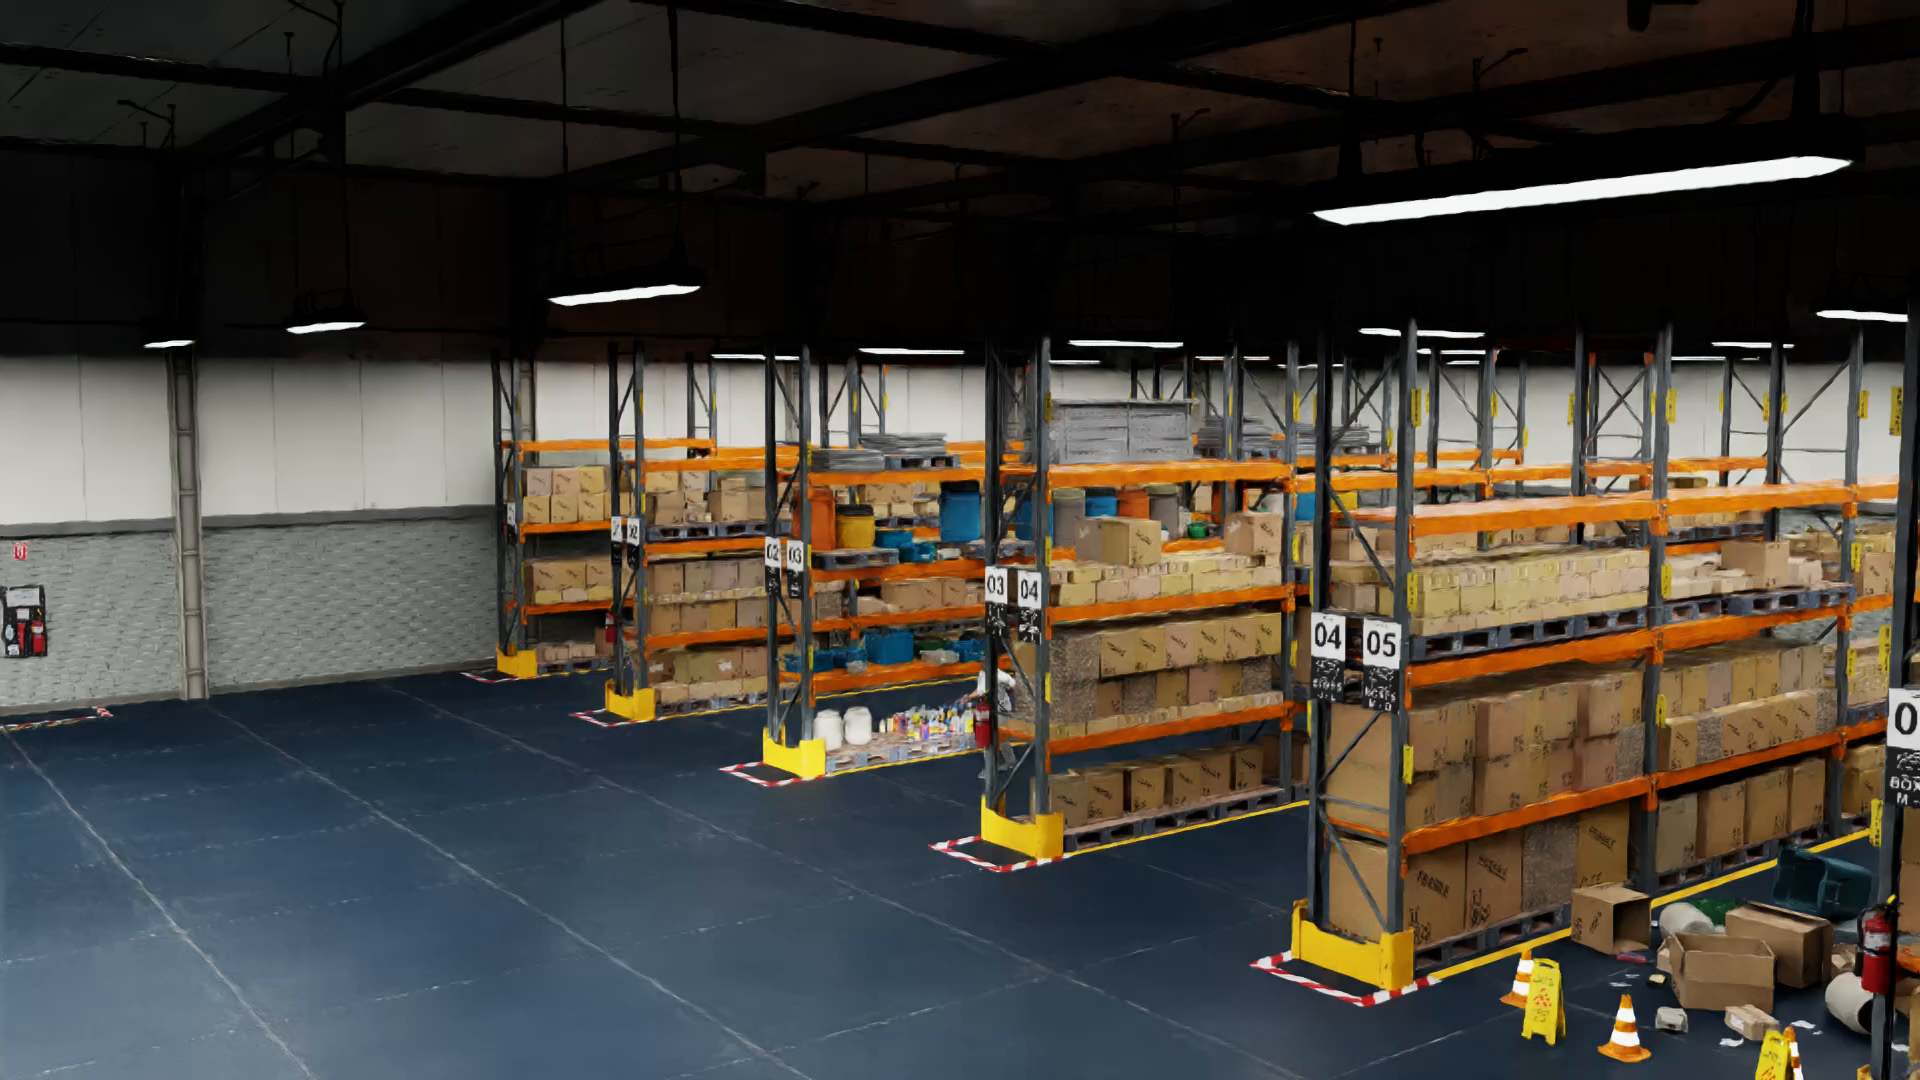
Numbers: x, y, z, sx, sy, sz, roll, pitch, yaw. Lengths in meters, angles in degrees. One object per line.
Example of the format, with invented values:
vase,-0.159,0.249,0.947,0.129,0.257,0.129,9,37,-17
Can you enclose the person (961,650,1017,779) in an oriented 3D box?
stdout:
person,0.461,2.331,22.619,0.867,1.709,0.686,-3,6,-31
